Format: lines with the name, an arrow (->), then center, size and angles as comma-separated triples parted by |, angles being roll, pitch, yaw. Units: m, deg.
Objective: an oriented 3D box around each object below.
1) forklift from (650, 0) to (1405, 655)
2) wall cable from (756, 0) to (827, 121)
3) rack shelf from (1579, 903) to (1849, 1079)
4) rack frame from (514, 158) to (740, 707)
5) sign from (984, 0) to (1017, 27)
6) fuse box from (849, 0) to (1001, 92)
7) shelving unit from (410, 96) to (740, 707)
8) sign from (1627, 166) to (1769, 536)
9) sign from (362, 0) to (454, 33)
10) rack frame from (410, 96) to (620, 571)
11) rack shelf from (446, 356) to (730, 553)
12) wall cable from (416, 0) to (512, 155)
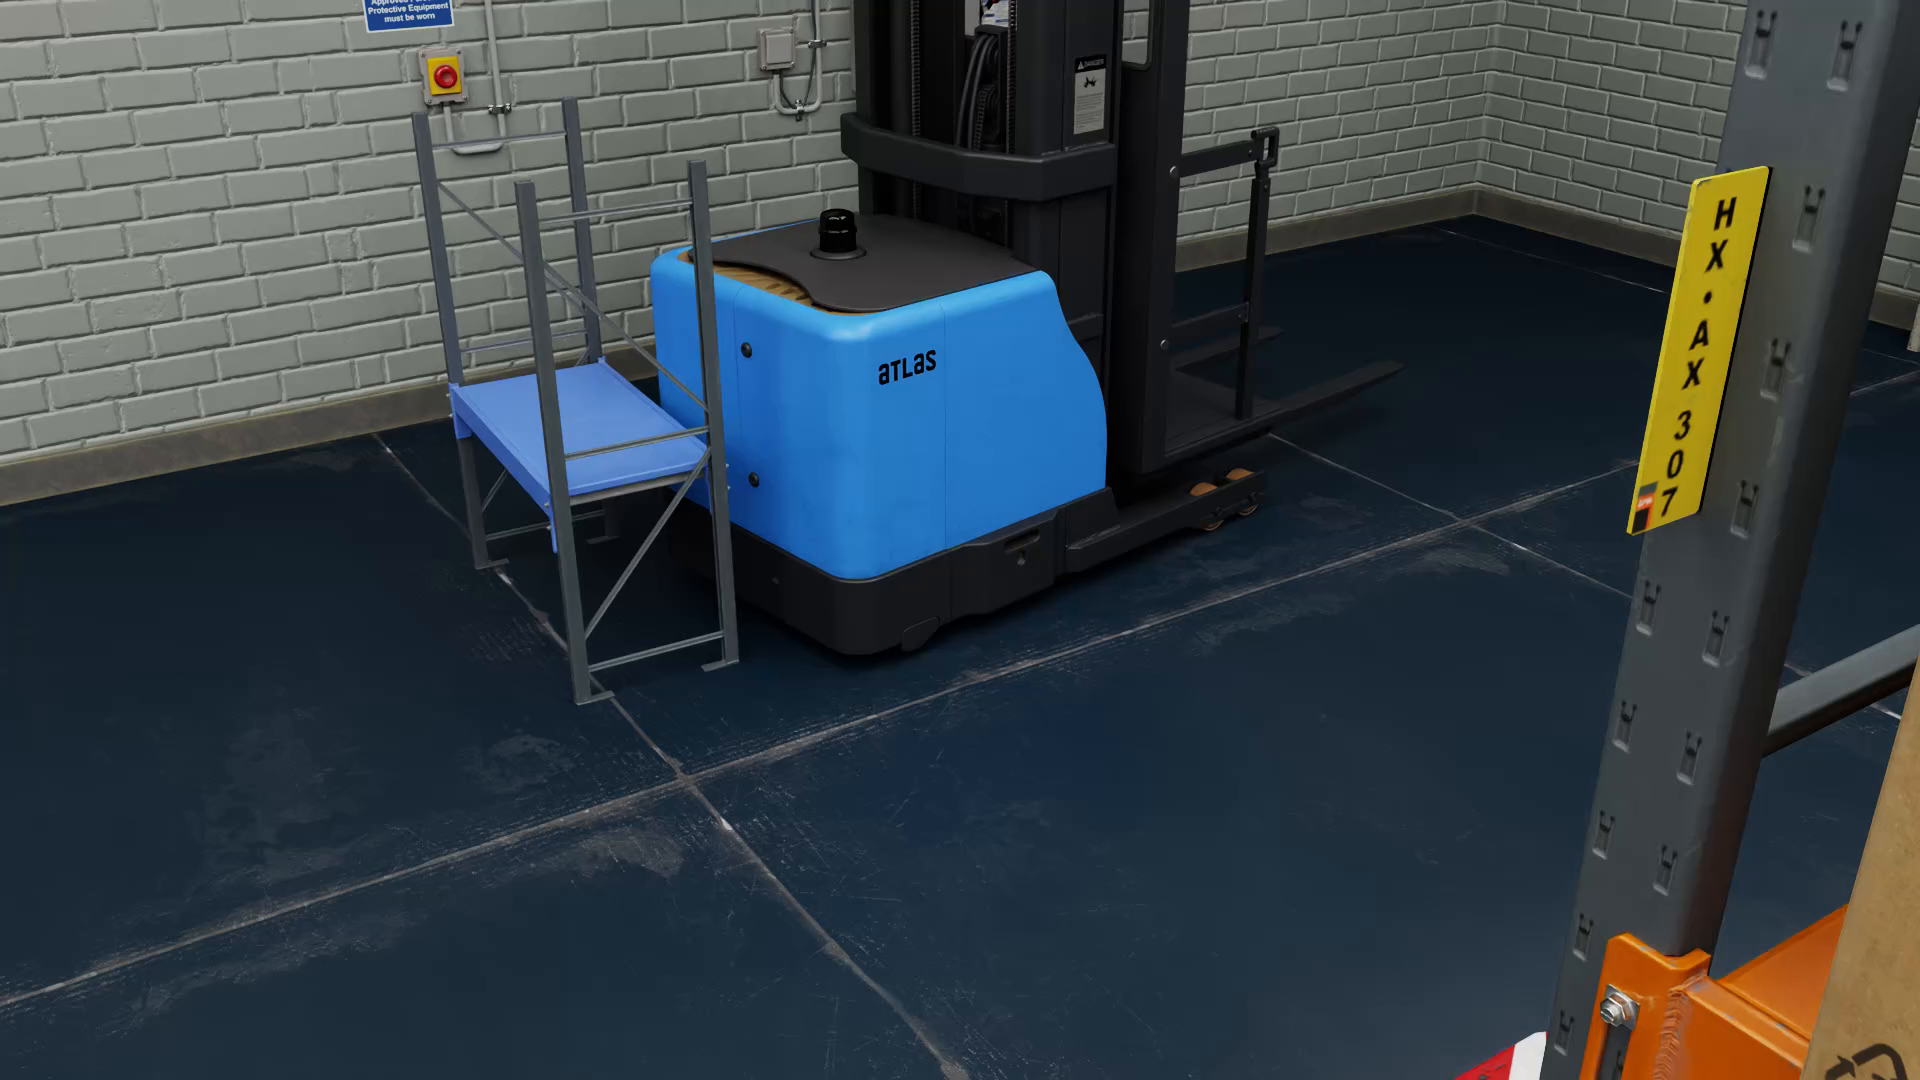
forklift -> 0.461, -1.504, 5.504 | 3.031, 2.935, 1.130 | -21, 33, -38
wall cable -> -0.795, -2.668, 6.698 | 0.588, 1.984, 0.122 | -16, 29, -30
rack shelf -> 2.212, 1.178, 0.583 | 1.077, 0.370, 4.000 | -16, 29, -30
rack frame -> -0.883, -0.261, 4.545 | 0.500, 1.500, 0.032 | -14, 29, -27
sign -> 0.163, -2.457, 7.553 | 0.329, 0.494, 0.001 | -16, 29, -30
fuse box -> -0.138, -1.729, 7.407 | 0.539, 1.711, 0.414 | -16, 29, -30
shelving unit -> -1.141, -0.448, 4.941 | 0.538, 1.500, 1.048 | -14, 29, -27
sign -> 0.652, -0.163, 1.474 | 0.100, 0.325, 0.005 | -16, 29, -30
sign -> -2.051, -2.007, 6.171 | 0.327, 0.218, 0.001 | -16, 29, -30
rack frame -> -1.400, -0.635, 5.337 | 0.500, 1.500, 0.032 | -14, 29, -27
rack shelf -> -1.141, -0.285, 5.018 | 0.538, 0.185, 1.000 | -14, 29, -27
wall cable -> -1.977, -2.348, 5.982 | 0.585, 1.953, 0.123 | -16, 29, -30
